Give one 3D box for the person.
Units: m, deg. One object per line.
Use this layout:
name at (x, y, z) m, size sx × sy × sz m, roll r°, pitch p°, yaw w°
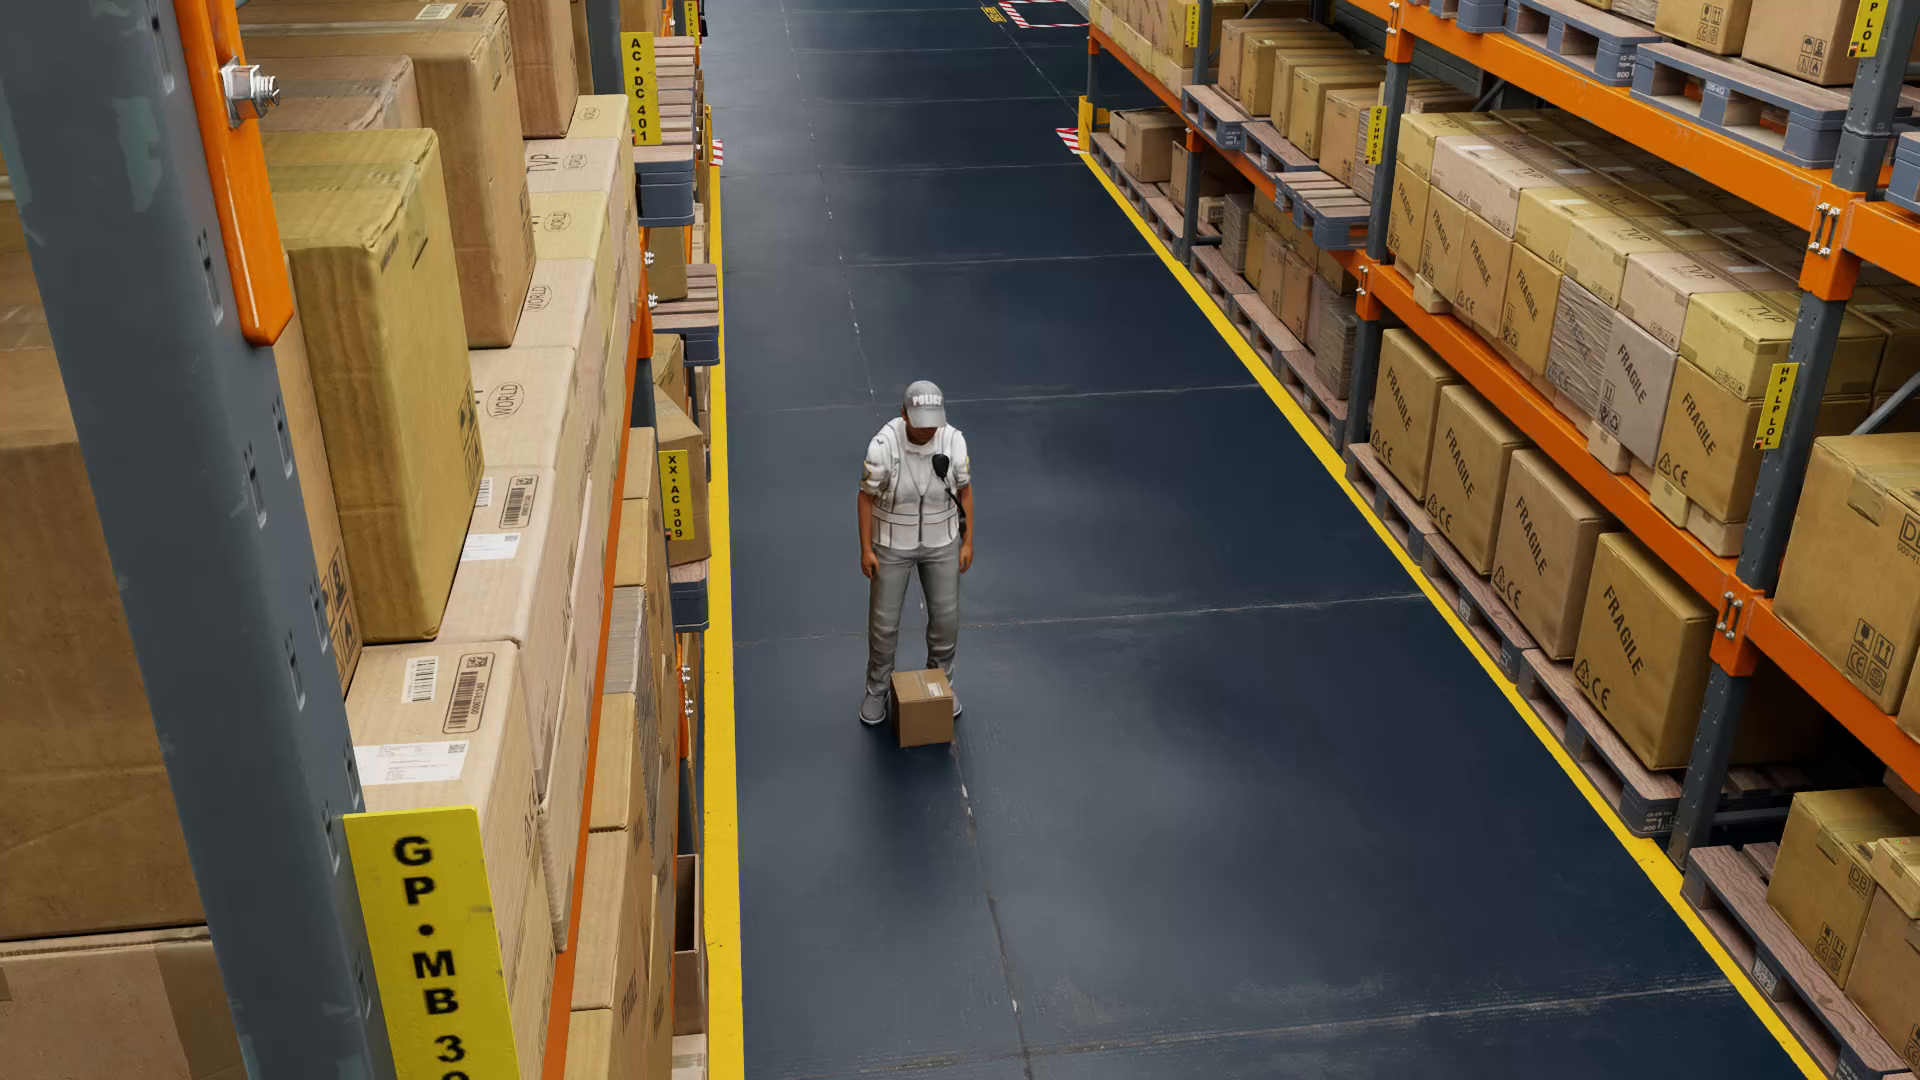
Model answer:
person at (-0.207, 0.042, 7.530) m, size 0.561 × 1.665 × 0.471 m, roll -5°, pitch 28°, yaw -9°
